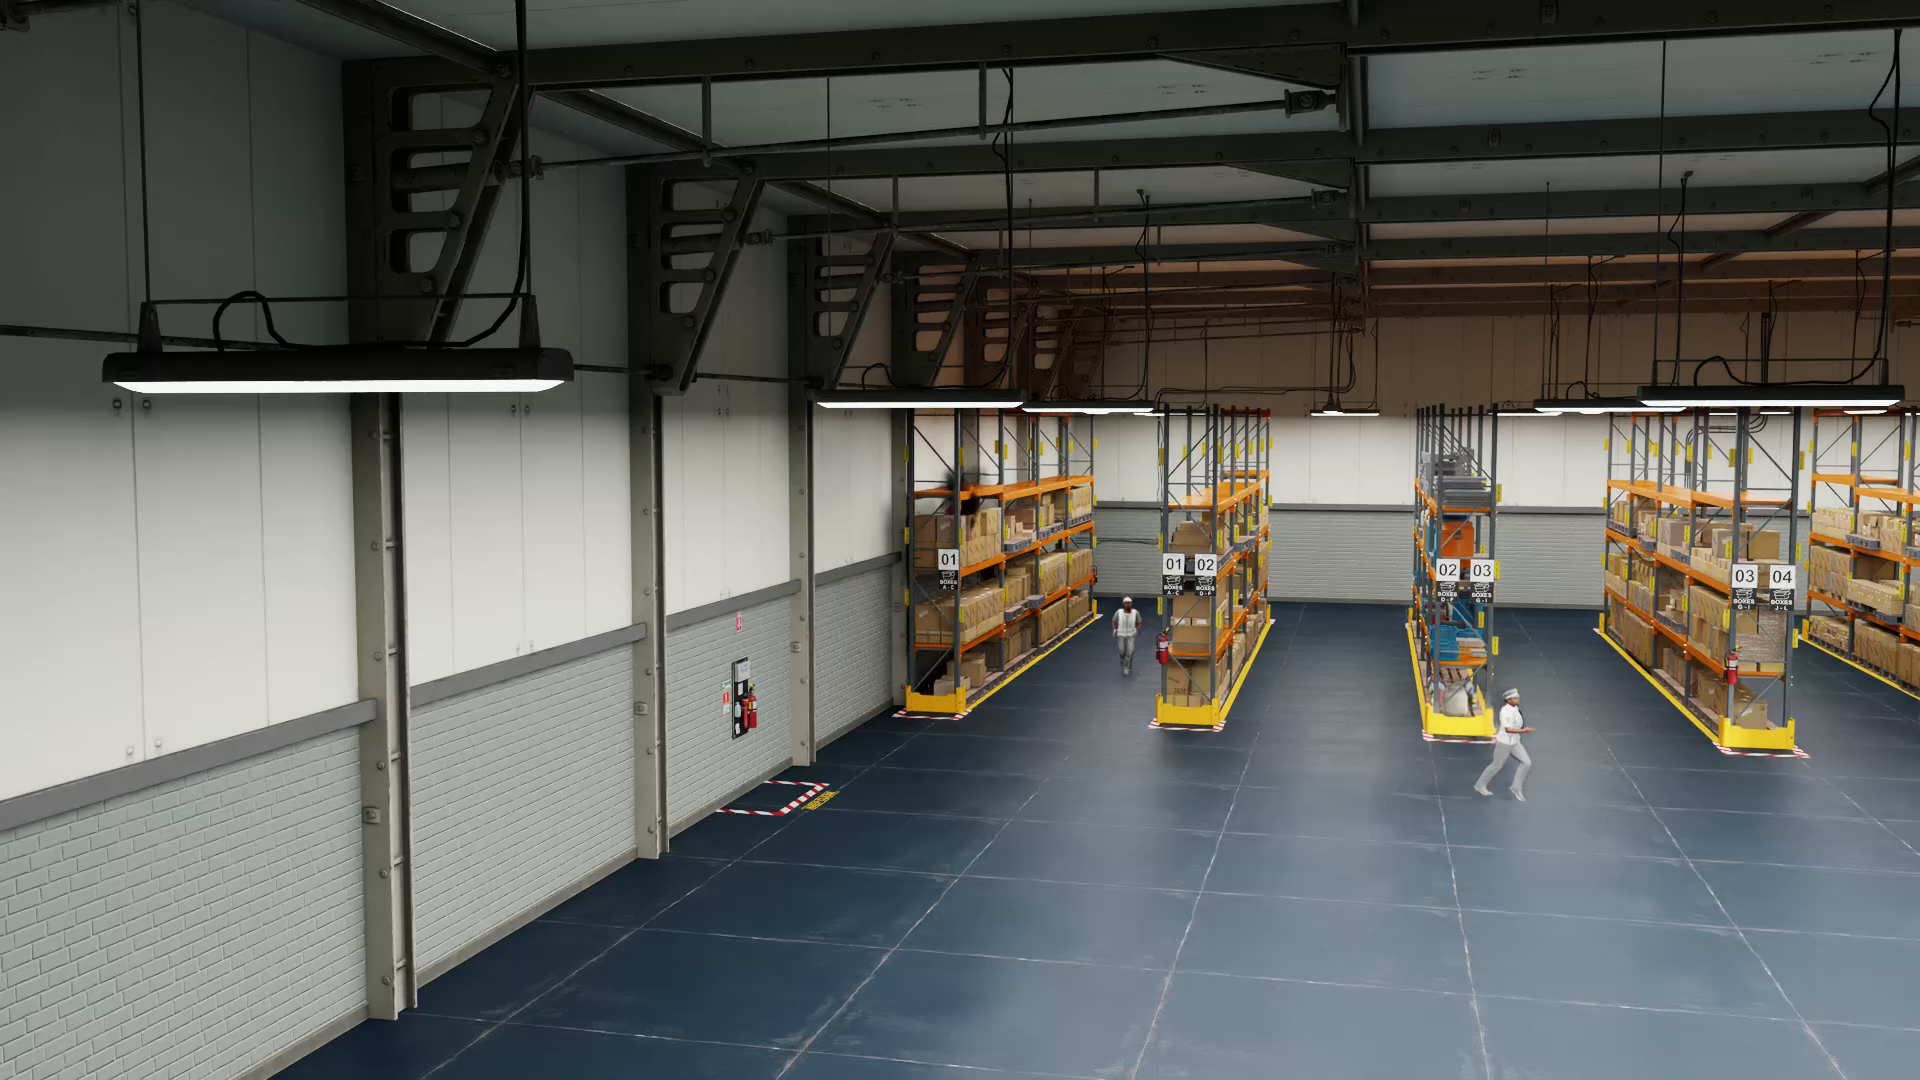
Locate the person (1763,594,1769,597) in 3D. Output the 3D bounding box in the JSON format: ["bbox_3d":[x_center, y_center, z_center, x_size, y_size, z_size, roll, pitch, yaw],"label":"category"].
[{"bbox_3d":[21.138,1.710,44.117,0.849,1.595,0.870,-3,5,-37],"label":"person"}]

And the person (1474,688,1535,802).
[{"bbox_3d":[8.212,3.064,24.962,0.877,1.732,0.582,4,5,41],"label":"person"}]

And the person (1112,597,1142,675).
[{"bbox_3d":[3.744,2.146,37.265,0.686,1.734,0.604,0,4,4],"label":"person"}]
